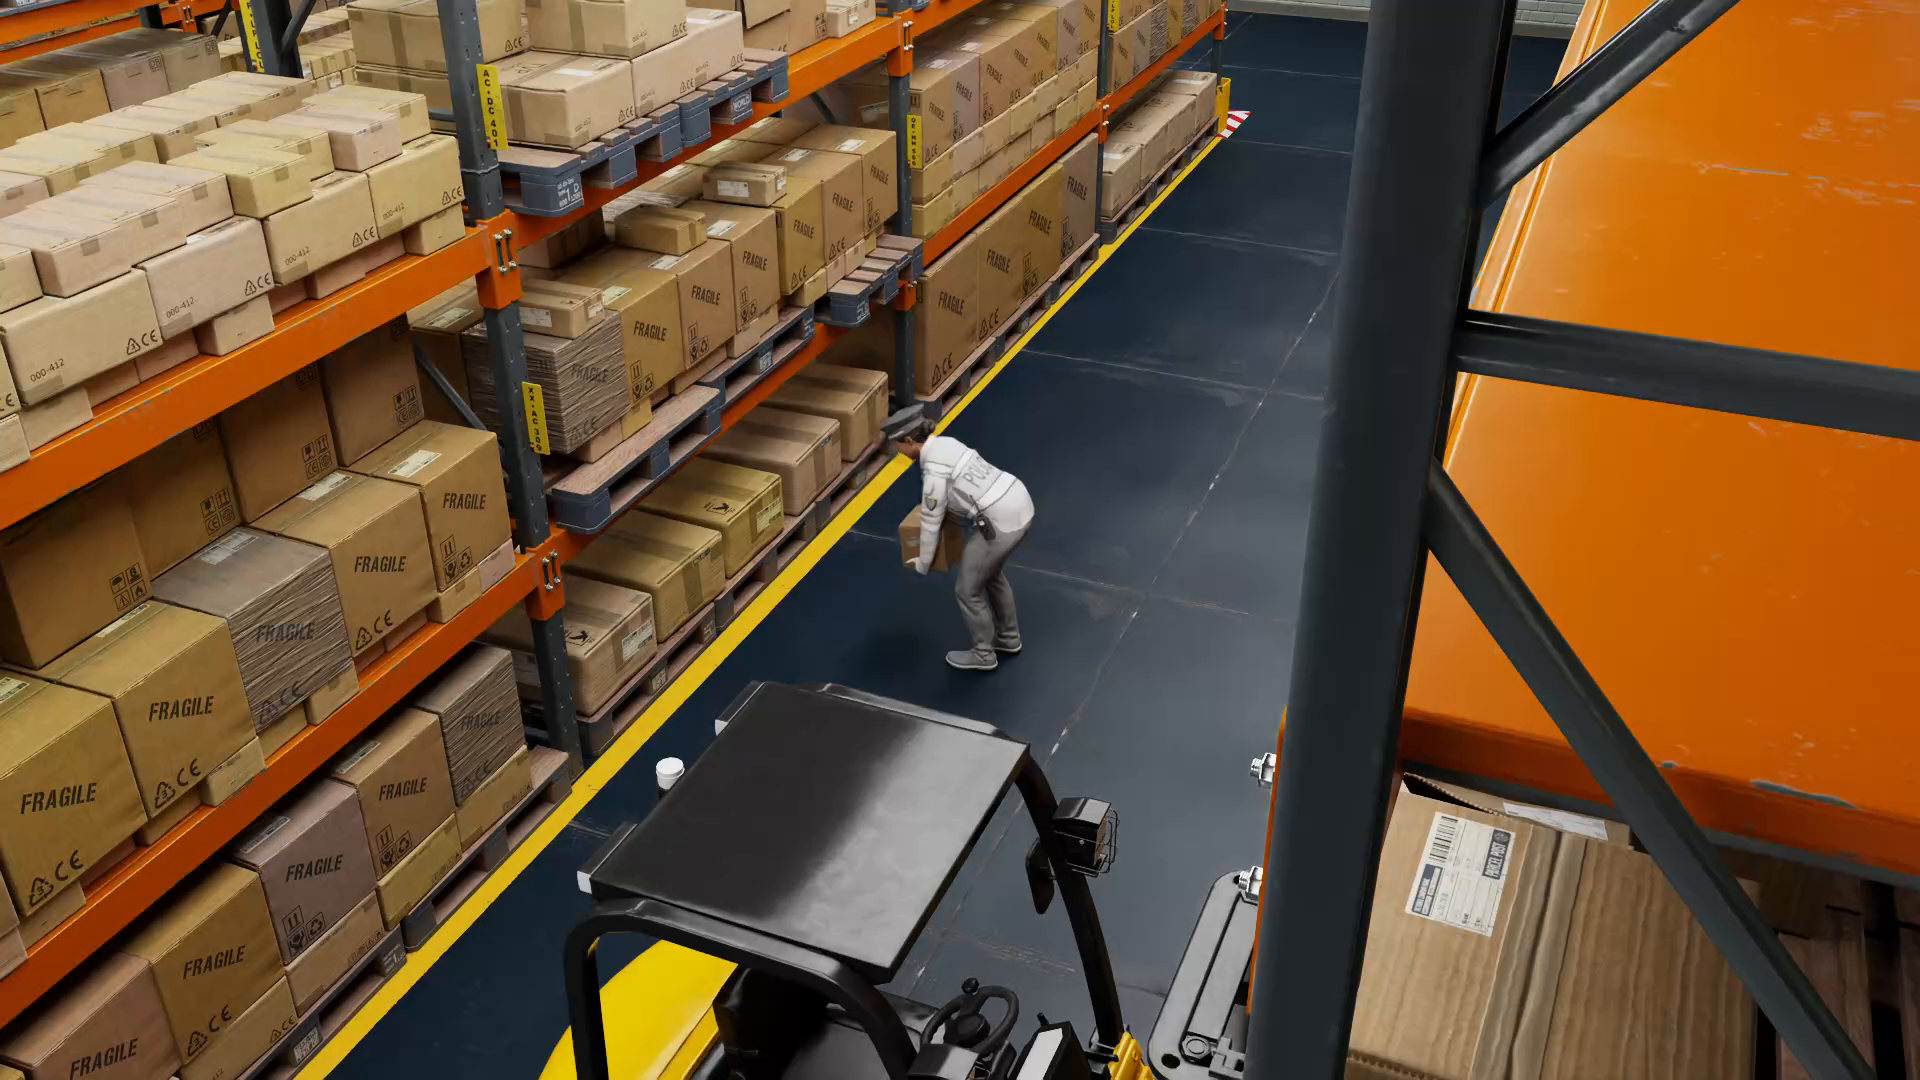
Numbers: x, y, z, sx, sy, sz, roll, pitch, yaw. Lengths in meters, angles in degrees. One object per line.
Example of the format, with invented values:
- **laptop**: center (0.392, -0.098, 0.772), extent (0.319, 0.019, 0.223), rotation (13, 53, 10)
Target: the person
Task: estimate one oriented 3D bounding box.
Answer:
- **person**: center (-0.026, -0.011, 8.657), extent (0.814, 1.427, 0.407), rotation (11, 32, 18)
